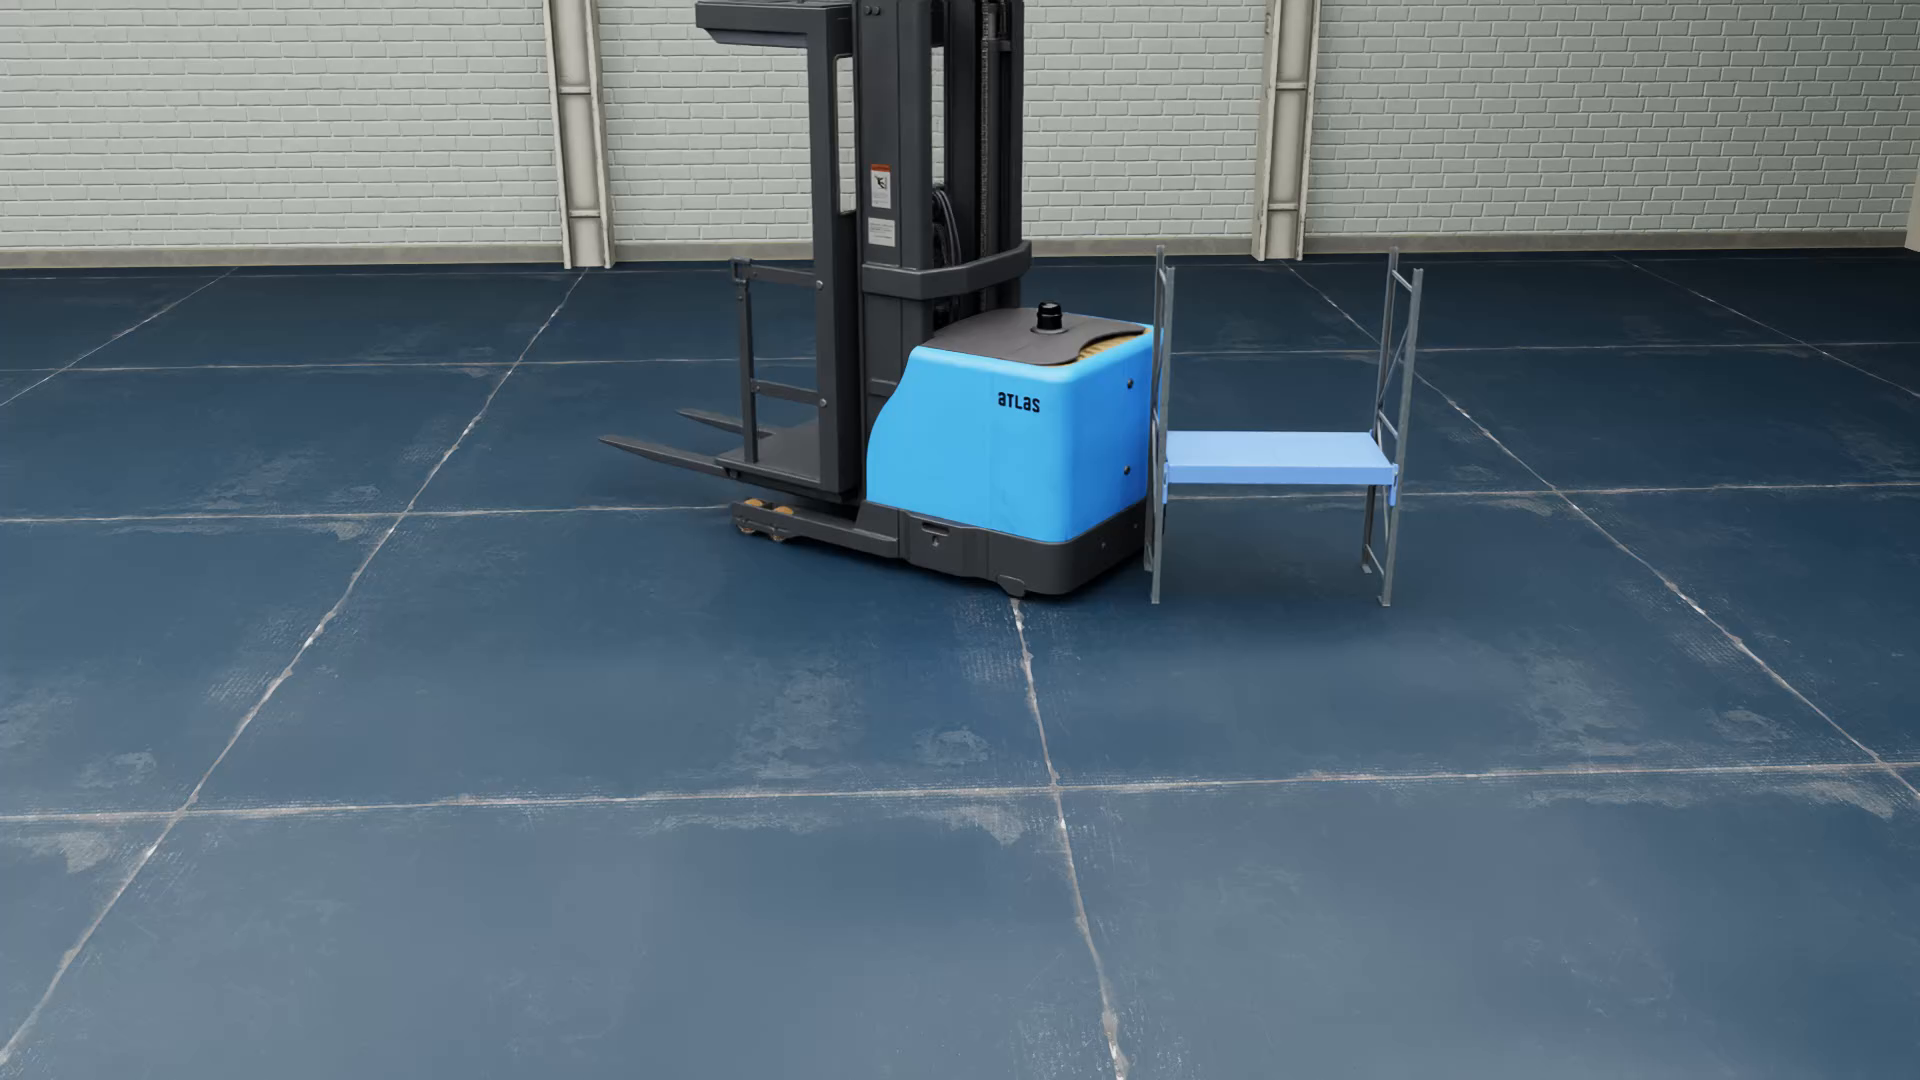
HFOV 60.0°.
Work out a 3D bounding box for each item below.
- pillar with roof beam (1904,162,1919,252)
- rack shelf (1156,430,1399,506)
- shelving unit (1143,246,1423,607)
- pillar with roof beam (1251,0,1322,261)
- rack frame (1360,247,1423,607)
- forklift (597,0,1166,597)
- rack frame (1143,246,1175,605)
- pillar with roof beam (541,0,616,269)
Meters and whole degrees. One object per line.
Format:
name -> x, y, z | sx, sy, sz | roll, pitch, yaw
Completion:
pillar with roof beam -> 9.032, -5.299, 9.393 | 0.400, 9.000, 9.100 | -1, 21, -3
rack shelf -> 1.381, -0.330, 7.385 | 1.000, 0.185, 0.538 | 1, 21, 1
shelving unit -> 1.381, -0.498, 7.321 | 1.048, 1.500, 0.538 | 1, 21, 1
pillar with roof beam -> 3.042, -5.177, 9.072 | 0.400, 9.000, 9.100 | -1, 21, -3
rack frame -> 1.889, -0.493, 7.309 | 0.032, 1.500, 0.500 | 1, 21, 1
forklift -> -0.518, -1.505, 7.954 | 3.031, 2.935, 1.130 | 14, 25, 32
rack frame -> 0.873, -0.503, 7.333 | 0.032, 1.500, 0.500 | 1, 21, 1
pillar with roof beam -> -2.949, -5.055, 8.752 | 0.400, 9.000, 9.100 | -1, 21, -3
